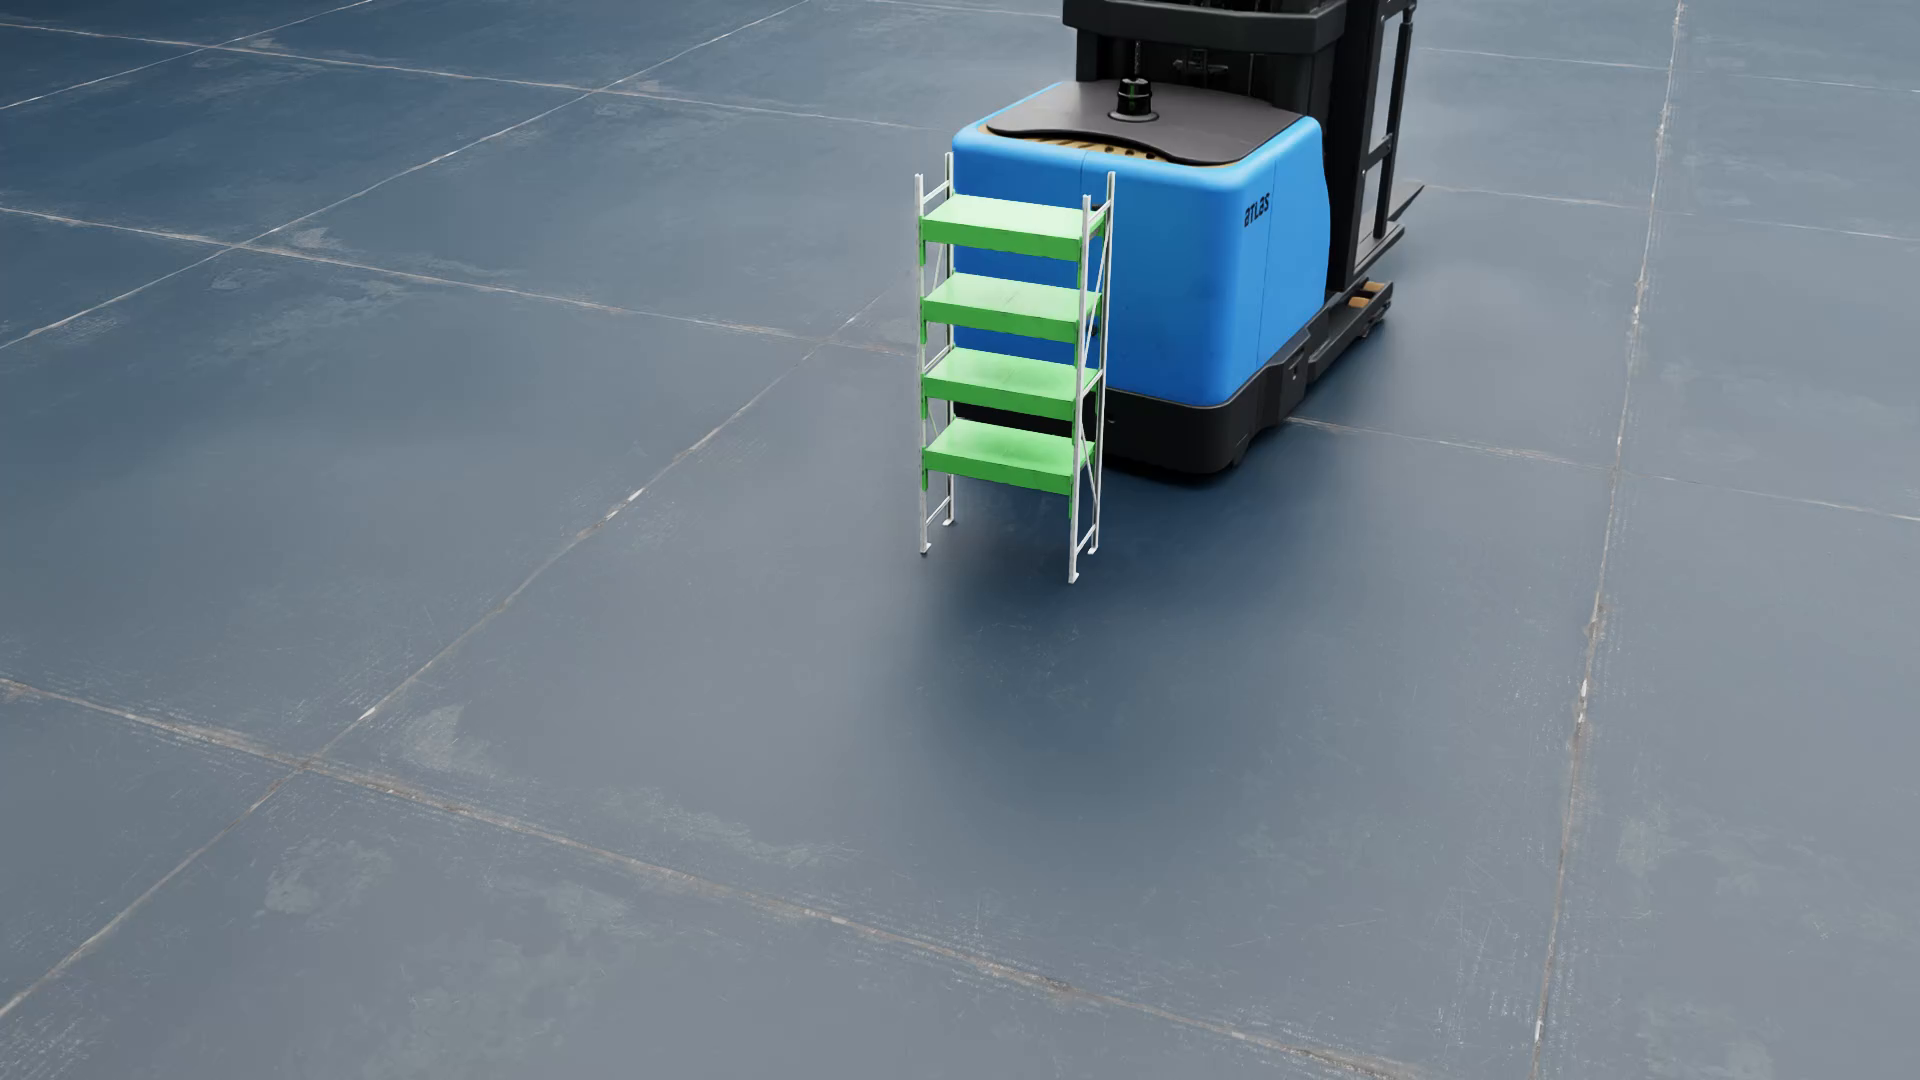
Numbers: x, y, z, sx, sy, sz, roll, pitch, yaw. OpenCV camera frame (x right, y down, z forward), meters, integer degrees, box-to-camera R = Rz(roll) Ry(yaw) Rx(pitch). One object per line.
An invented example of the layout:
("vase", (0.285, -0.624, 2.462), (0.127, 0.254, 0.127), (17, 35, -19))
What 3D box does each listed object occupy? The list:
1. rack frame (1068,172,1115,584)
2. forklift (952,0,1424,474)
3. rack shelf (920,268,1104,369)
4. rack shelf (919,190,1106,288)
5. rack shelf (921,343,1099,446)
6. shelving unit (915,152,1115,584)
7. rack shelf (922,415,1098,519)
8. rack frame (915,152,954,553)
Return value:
("rack frame", (0.379, -0.447, 4.821), (0.015, 1.200, 0.240), (11, 31, 19))
("forklift", (1.122, -2.187, 6.140), (1.130, 2.935, 3.031), (16, 33, 25))
("rack shelf", (0.153, -0.645, 4.814), (0.480, 0.148, 0.258), (11, 31, 19))
("rack shelf", (0.153, -0.854, 4.696), (0.480, 0.148, 0.258), (11, 31, 19))
("rack shelf", (0.153, -0.436, 4.932), (0.480, 0.148, 0.258), (11, 31, 19))
("shelving unit", (0.153, -0.492, 4.901), (0.503, 1.200, 0.258), (11, 31, 19))
("rack shelf", (0.153, -0.227, 5.050), (0.480, 0.148, 0.258), (11, 31, 19))
("rack frame", (-0.073, -0.537, 4.980), (0.015, 1.200, 0.240), (11, 31, 19))
